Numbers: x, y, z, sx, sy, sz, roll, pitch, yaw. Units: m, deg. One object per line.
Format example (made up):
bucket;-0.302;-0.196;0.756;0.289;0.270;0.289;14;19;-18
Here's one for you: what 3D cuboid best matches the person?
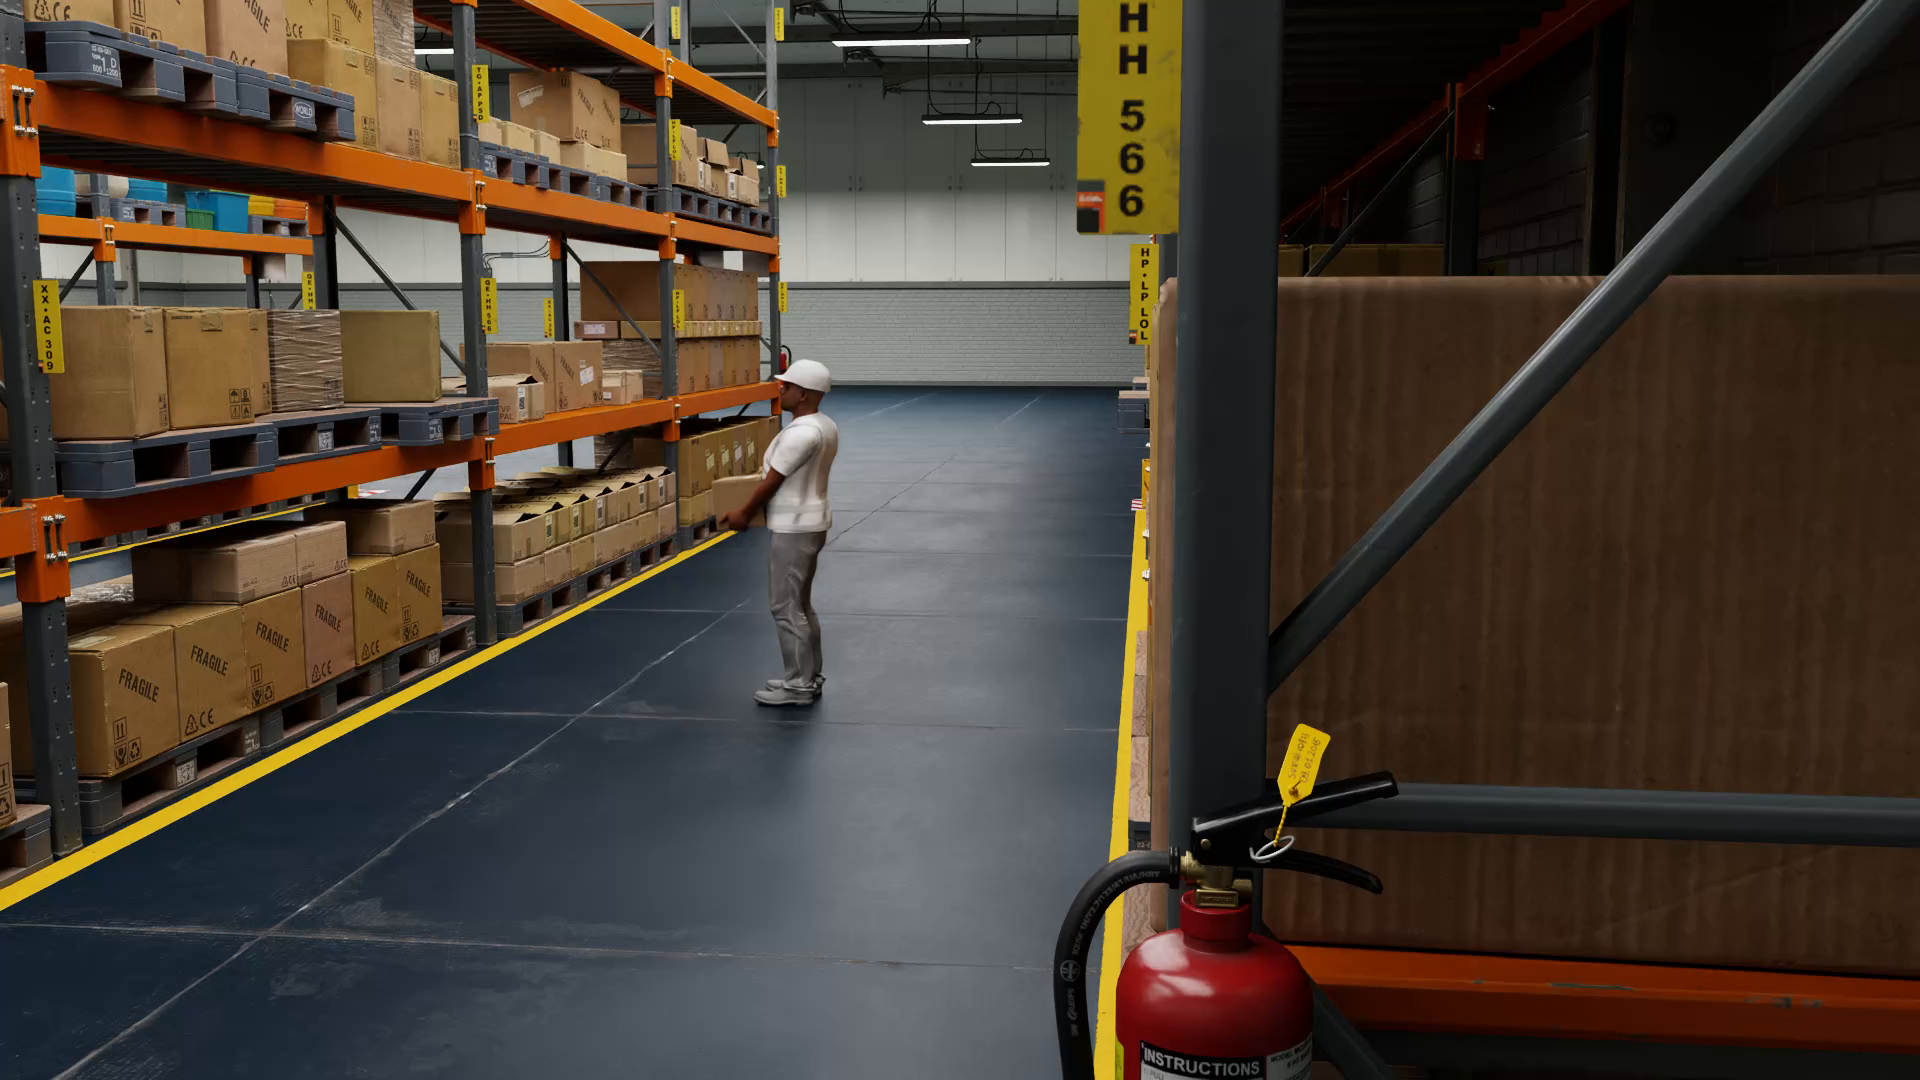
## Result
person;-0.929;-0.043;8.543;0.577;1.762;0.505;1;8;6
